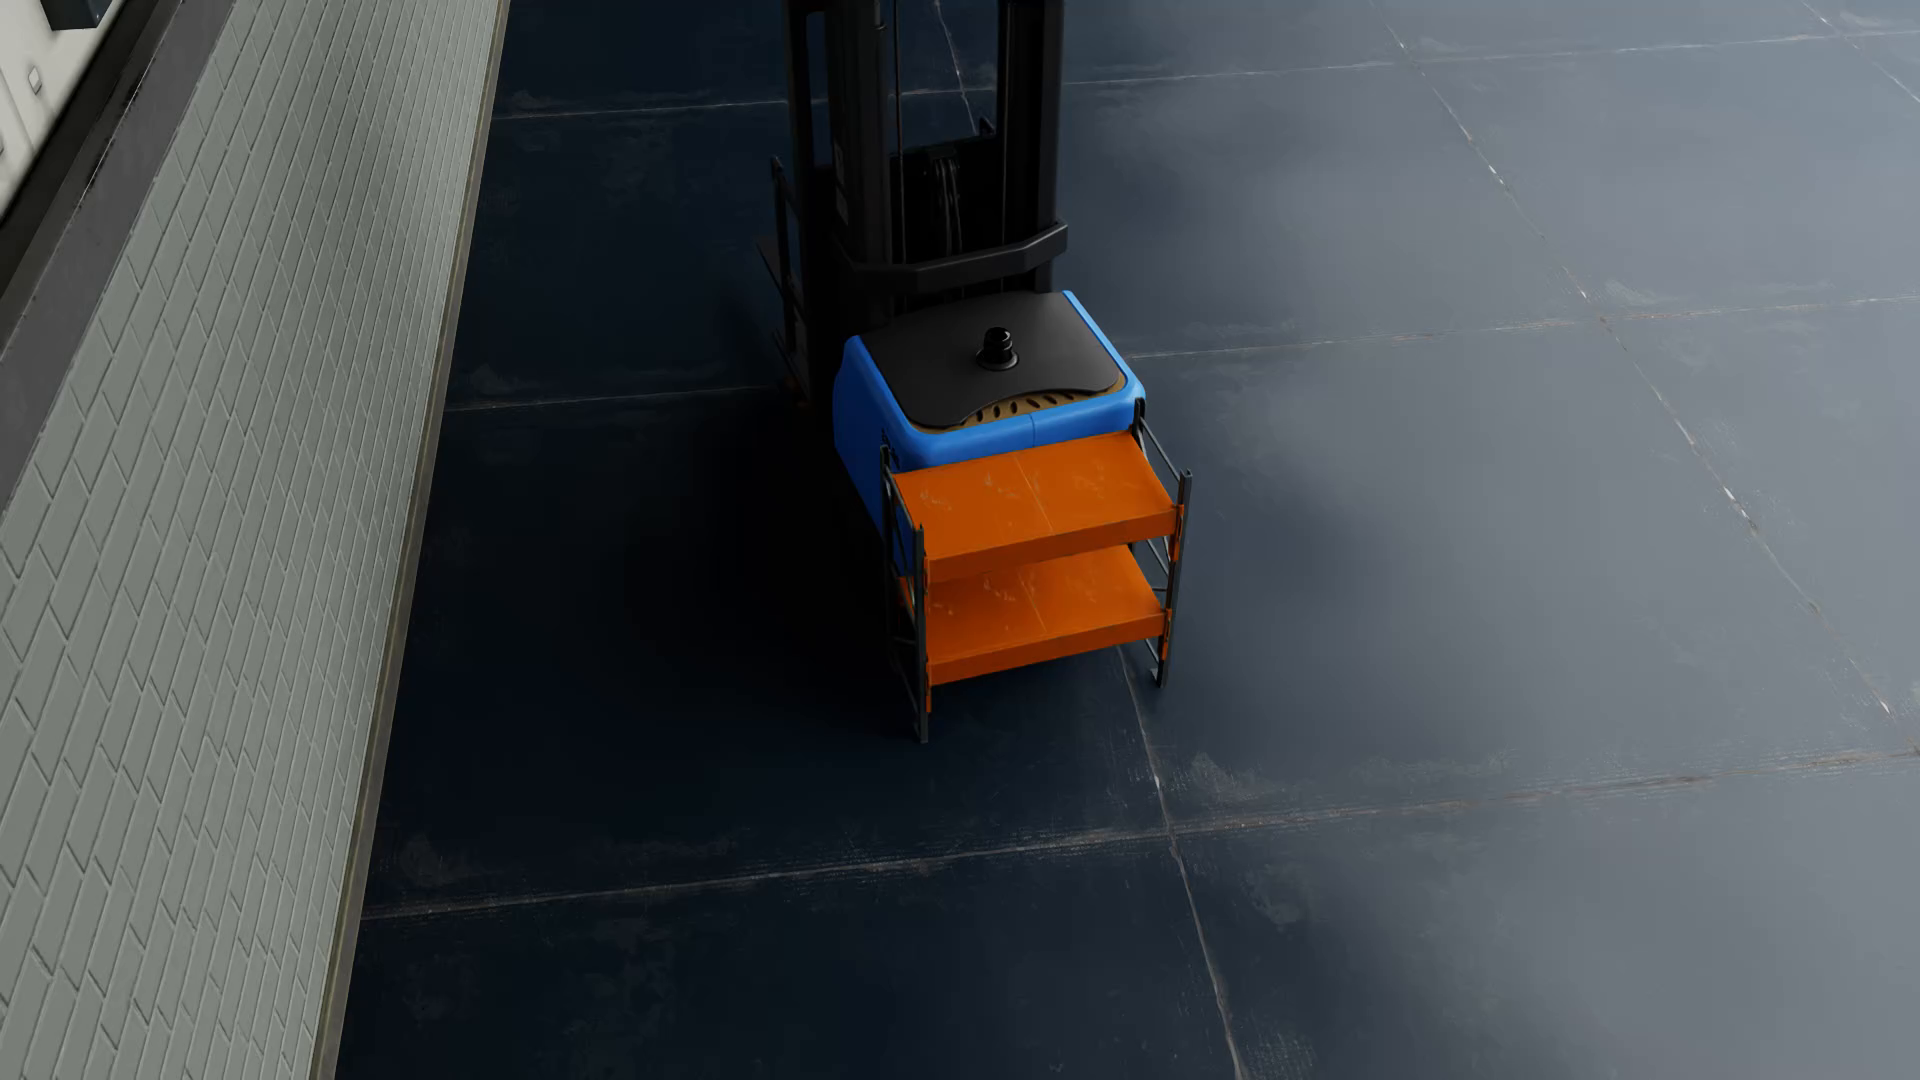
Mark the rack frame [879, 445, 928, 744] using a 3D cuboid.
[{"bbox_3d":[-0.213,0.226,6.375,0.032,1.125,0.500,-12,43,-12],"label":"rack frame"}]

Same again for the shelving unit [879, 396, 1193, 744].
[{"bbox_3d":[0.273,0.127,6.485,1.048,1.125,0.538,-12,43,-12],"label":"shelving unit"}]

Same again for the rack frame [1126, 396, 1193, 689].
[{"bbox_3d":[0.759,0.028,6.595,0.032,1.125,0.500,-12,43,-12],"label":"rack frame"}]

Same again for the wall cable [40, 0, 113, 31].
[{"bbox_3d":[-2.303,-4.246,2.915,0.169,6.003,2.305,-5,42,-6],"label":"wall cable"}]

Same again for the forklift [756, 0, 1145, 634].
[{"bbox_3d":[-0.245,-1.686,7.146,1.130,2.935,3.031,-14,44,-15],"label":"forklift"}]

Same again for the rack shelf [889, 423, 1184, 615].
[{"bbox_3d":[0.273,-0.091,6.289,1.000,0.278,0.538,-12,43,-12],"label":"rack shelf"}]

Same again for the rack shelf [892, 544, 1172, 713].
[{"bbox_3d":[0.273,0.308,6.649,1.000,0.278,0.538,-12,43,-12],"label":"rack shelf"}]
